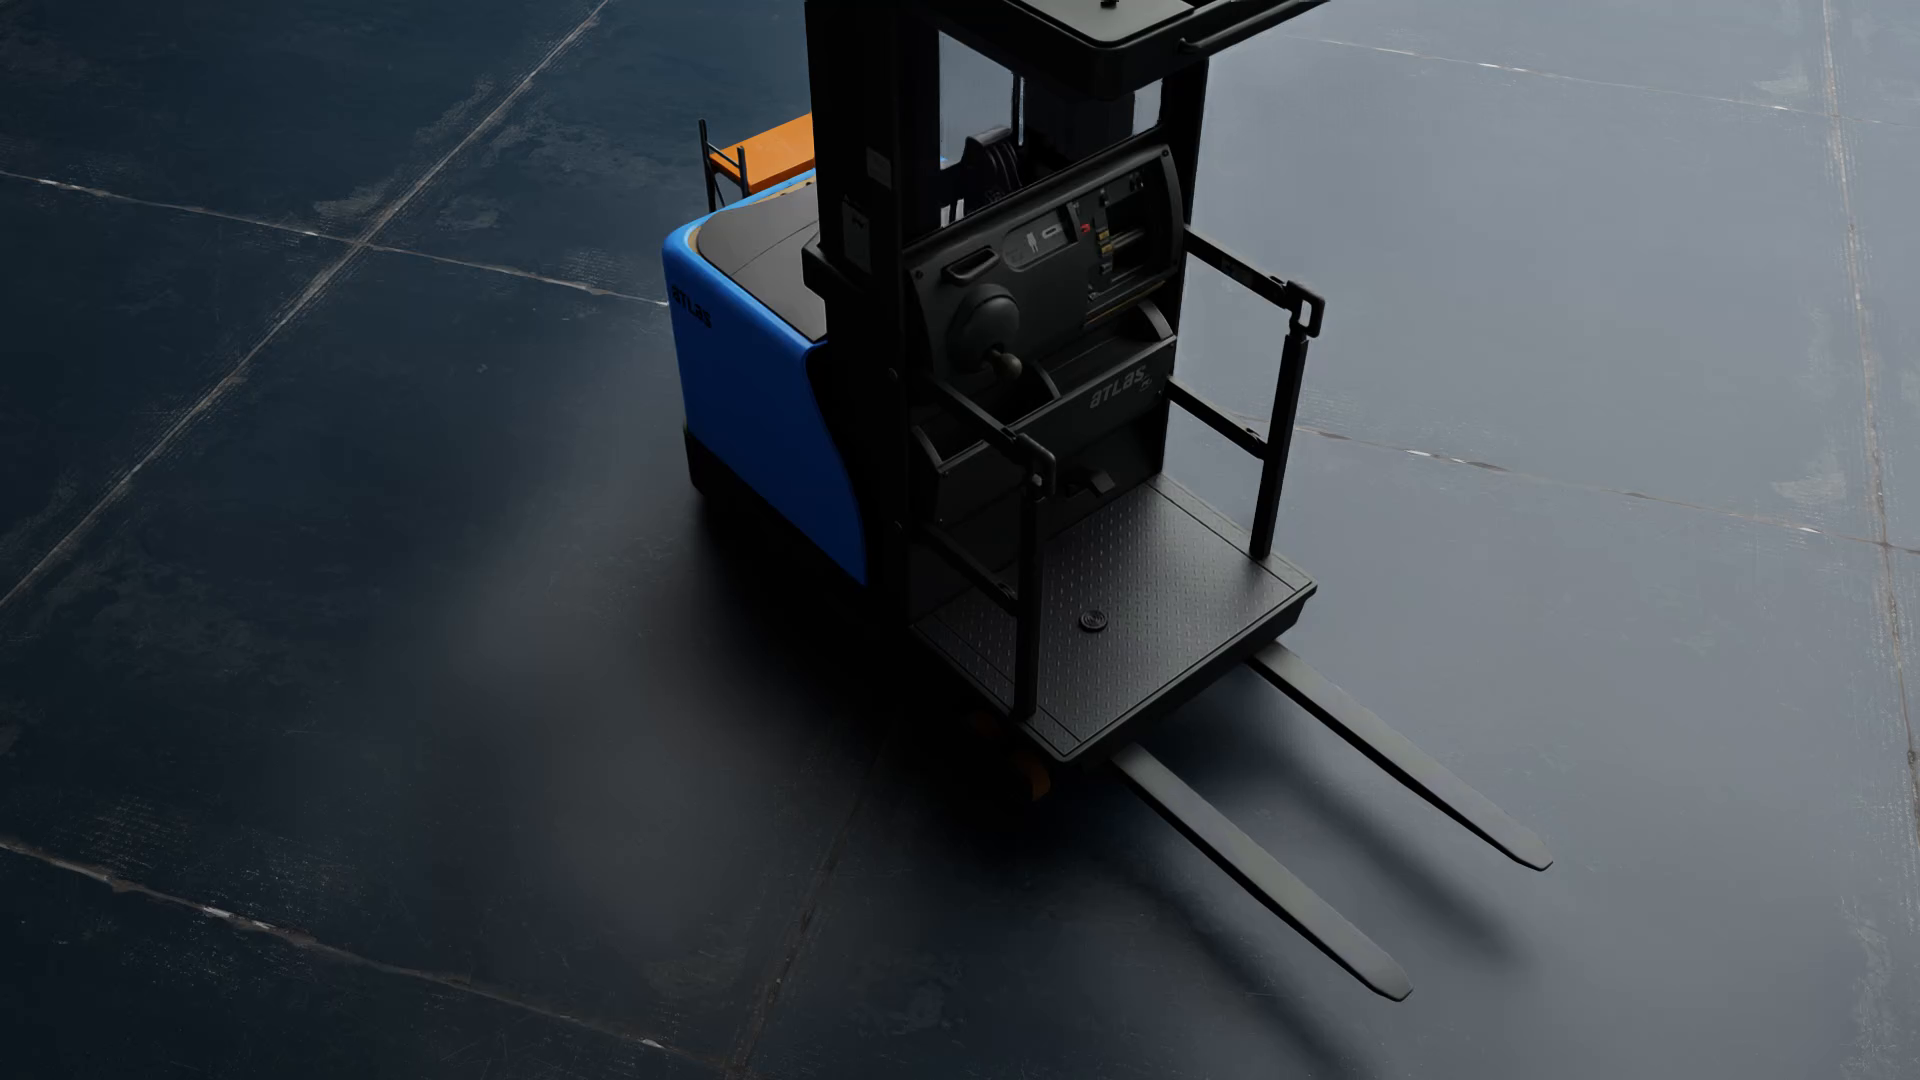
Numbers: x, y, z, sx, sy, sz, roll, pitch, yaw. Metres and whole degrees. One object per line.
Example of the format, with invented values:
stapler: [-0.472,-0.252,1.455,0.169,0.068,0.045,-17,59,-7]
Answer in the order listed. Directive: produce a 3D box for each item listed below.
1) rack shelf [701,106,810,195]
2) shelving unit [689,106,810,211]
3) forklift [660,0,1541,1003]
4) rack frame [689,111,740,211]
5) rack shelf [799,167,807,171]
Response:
rack shelf: [-0.620,-1.308,5.661,0.480,0.148,0.258,-31,50,-28]
shelving unit: [-0.611,-1.020,5.929,0.503,1.200,0.258,-31,50,-28]
forklift: [0.366,-0.675,4.344,1.130,2.935,3.031,-30,52,-27]
rack frame: [-0.797,-0.909,5.815,0.015,1.200,0.240,-31,50,-28]
rack shelf: [-0.615,-1.135,5.822,0.480,0.148,0.258,-31,50,-28]
